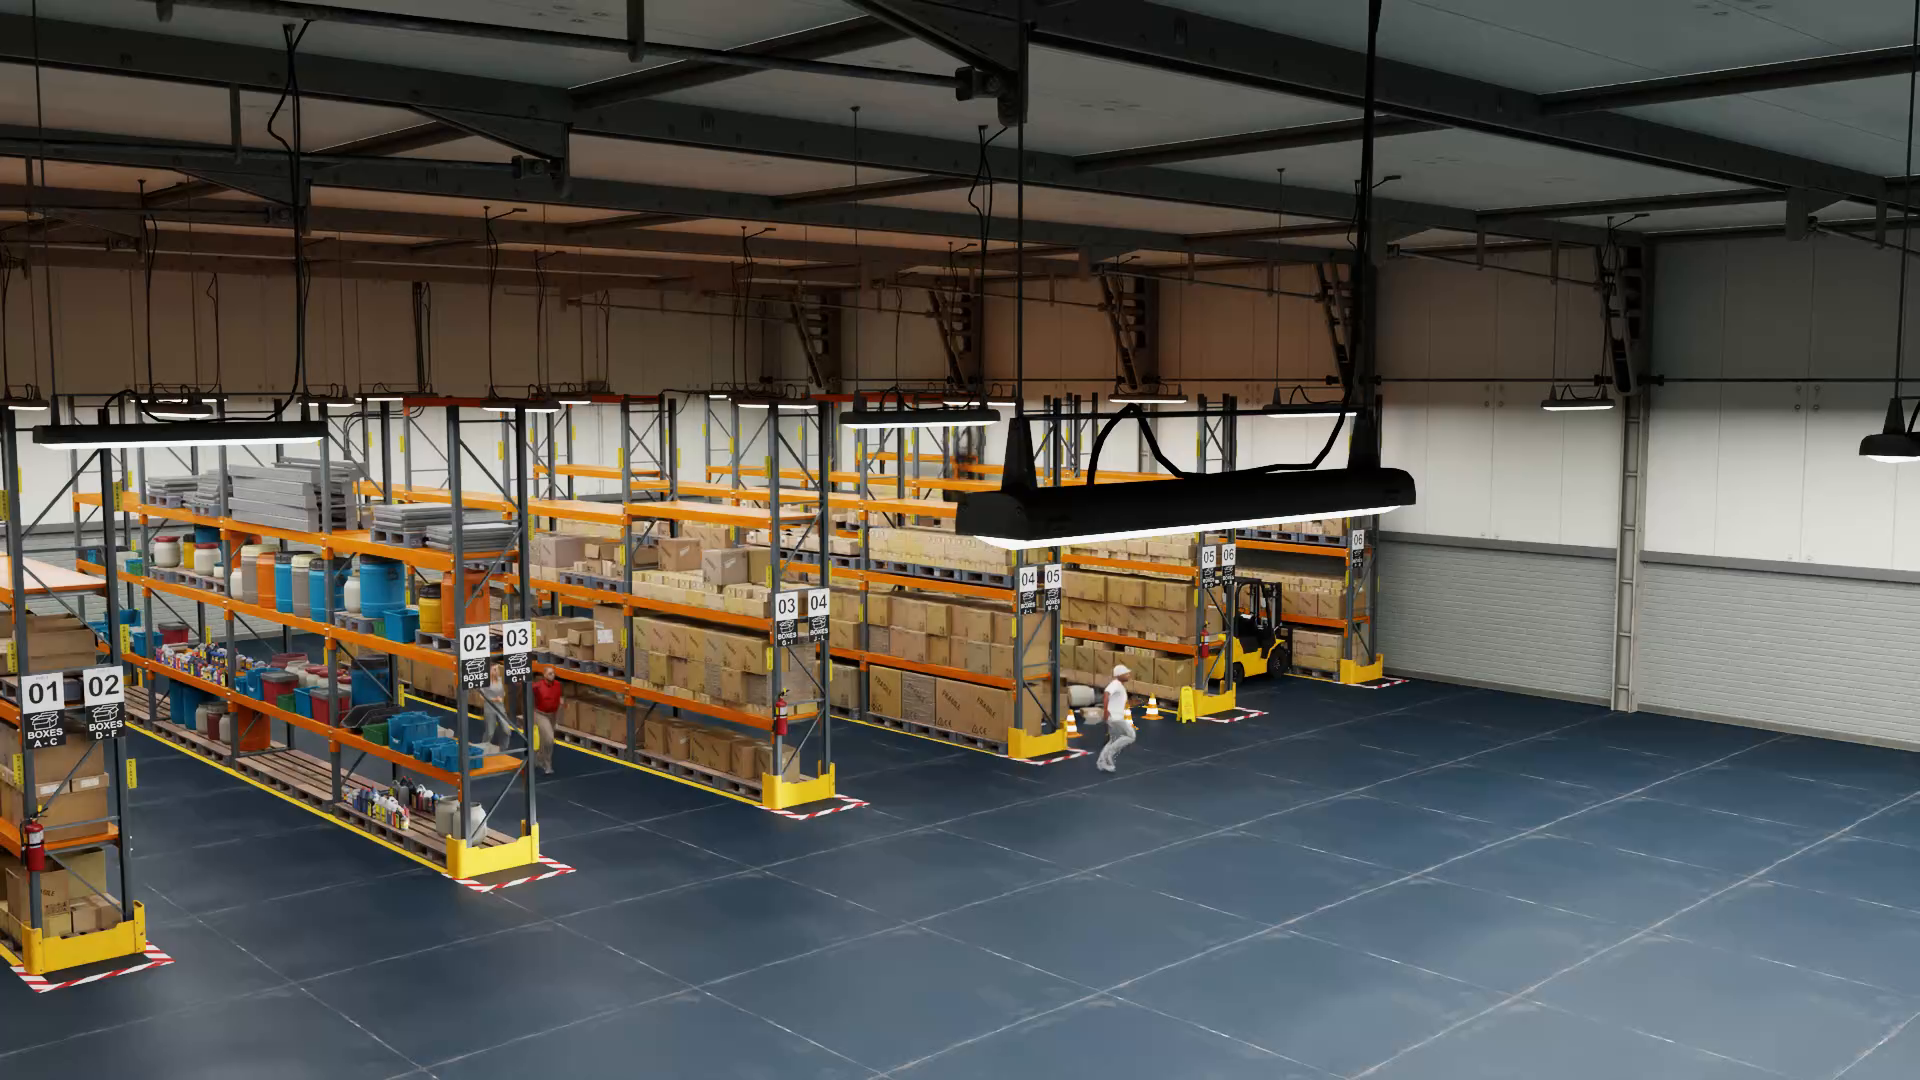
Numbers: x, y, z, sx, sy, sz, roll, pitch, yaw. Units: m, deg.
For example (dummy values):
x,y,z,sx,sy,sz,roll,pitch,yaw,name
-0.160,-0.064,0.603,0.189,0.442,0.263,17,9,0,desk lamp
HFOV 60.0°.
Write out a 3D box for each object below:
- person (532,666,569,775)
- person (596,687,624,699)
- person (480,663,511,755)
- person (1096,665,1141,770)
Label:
x,y,z,sx,sy,sz,roll,pitch,yaw,name
-6.672,2.916,26.846,0.875,1.789,0.590,4,7,34,person
-6.686,2.385,32.008,0.733,1.768,0.673,5,7,39,person
-7.694,2.866,27.408,0.745,1.719,0.550,5,7,42,person
2.566,2.872,26.851,0.717,1.707,0.747,0,6,3,person
